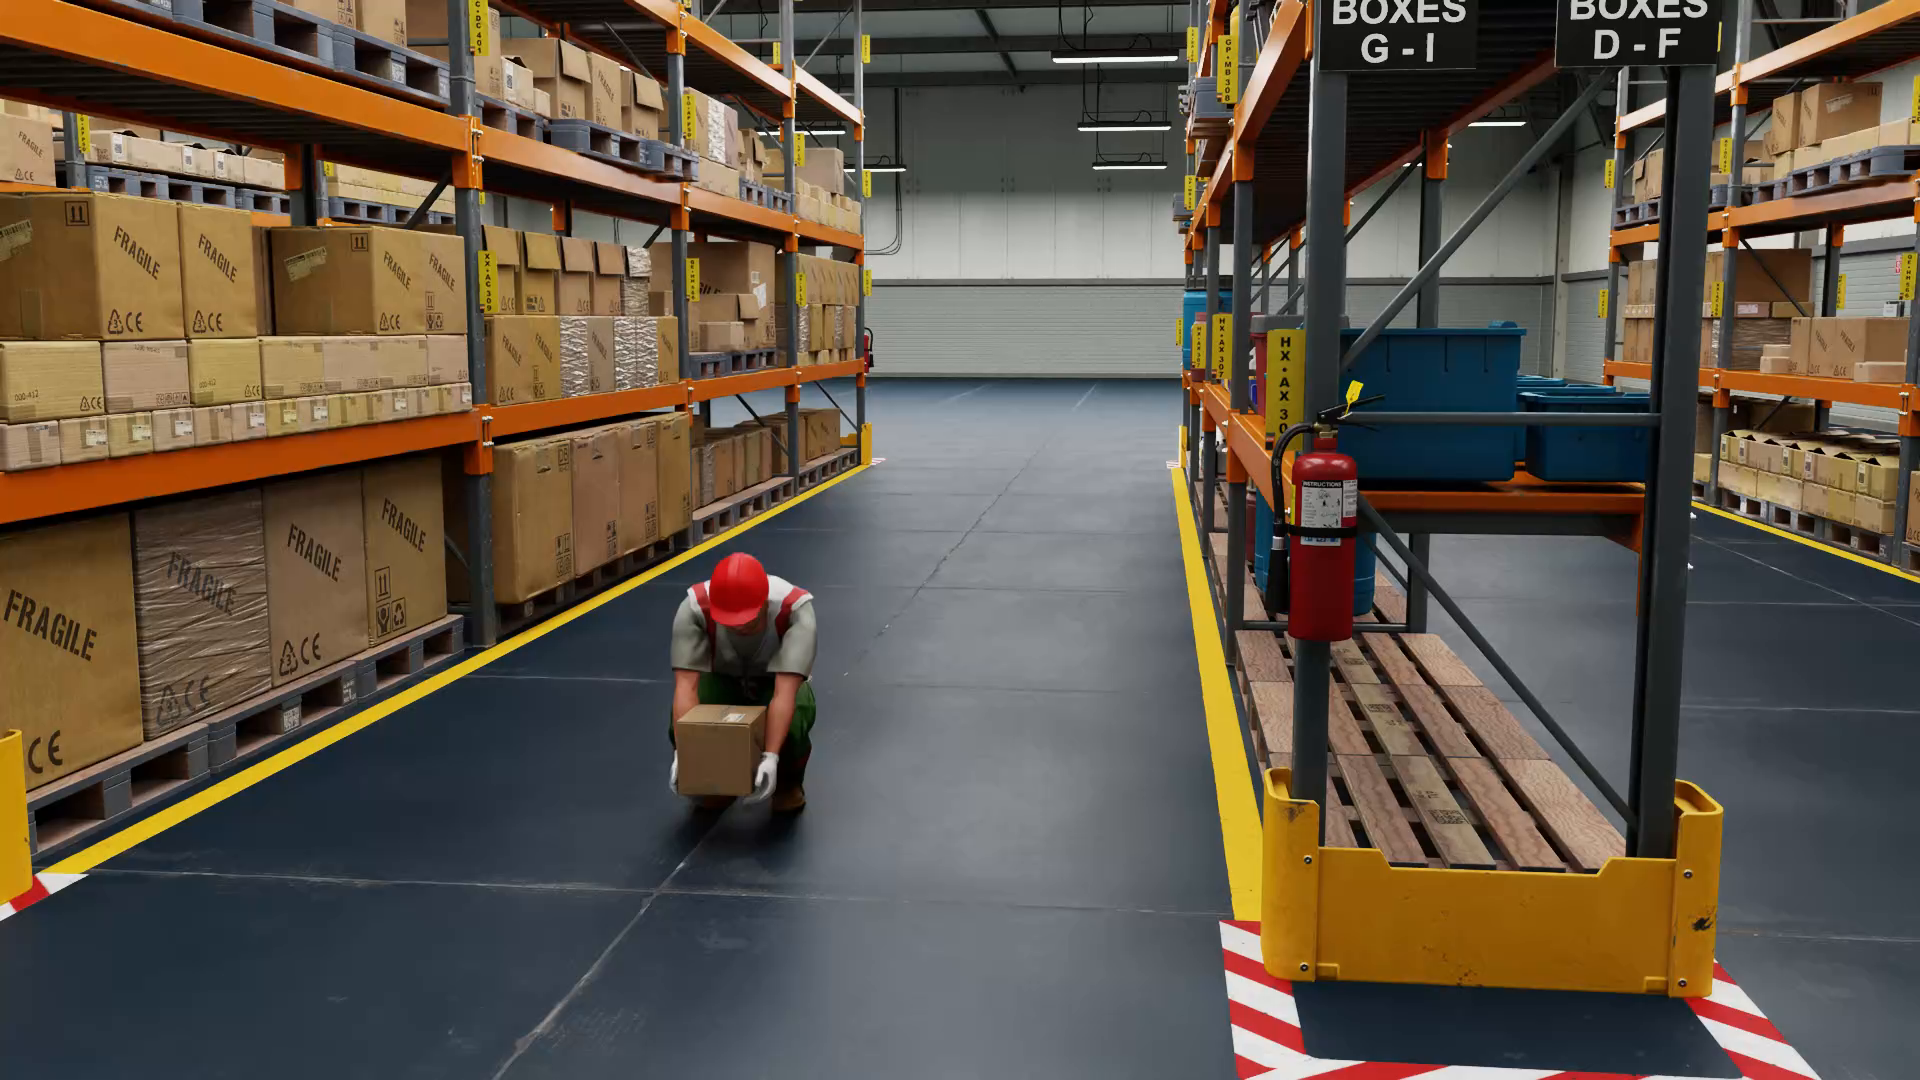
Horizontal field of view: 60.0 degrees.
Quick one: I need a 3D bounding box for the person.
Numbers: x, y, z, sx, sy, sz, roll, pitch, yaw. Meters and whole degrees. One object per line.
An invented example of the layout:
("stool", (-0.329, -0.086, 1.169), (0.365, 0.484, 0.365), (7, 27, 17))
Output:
("person", (-0.765, 0.501, 5.943), (0.548, 1.000, 0.886), (1, 8, 5))
